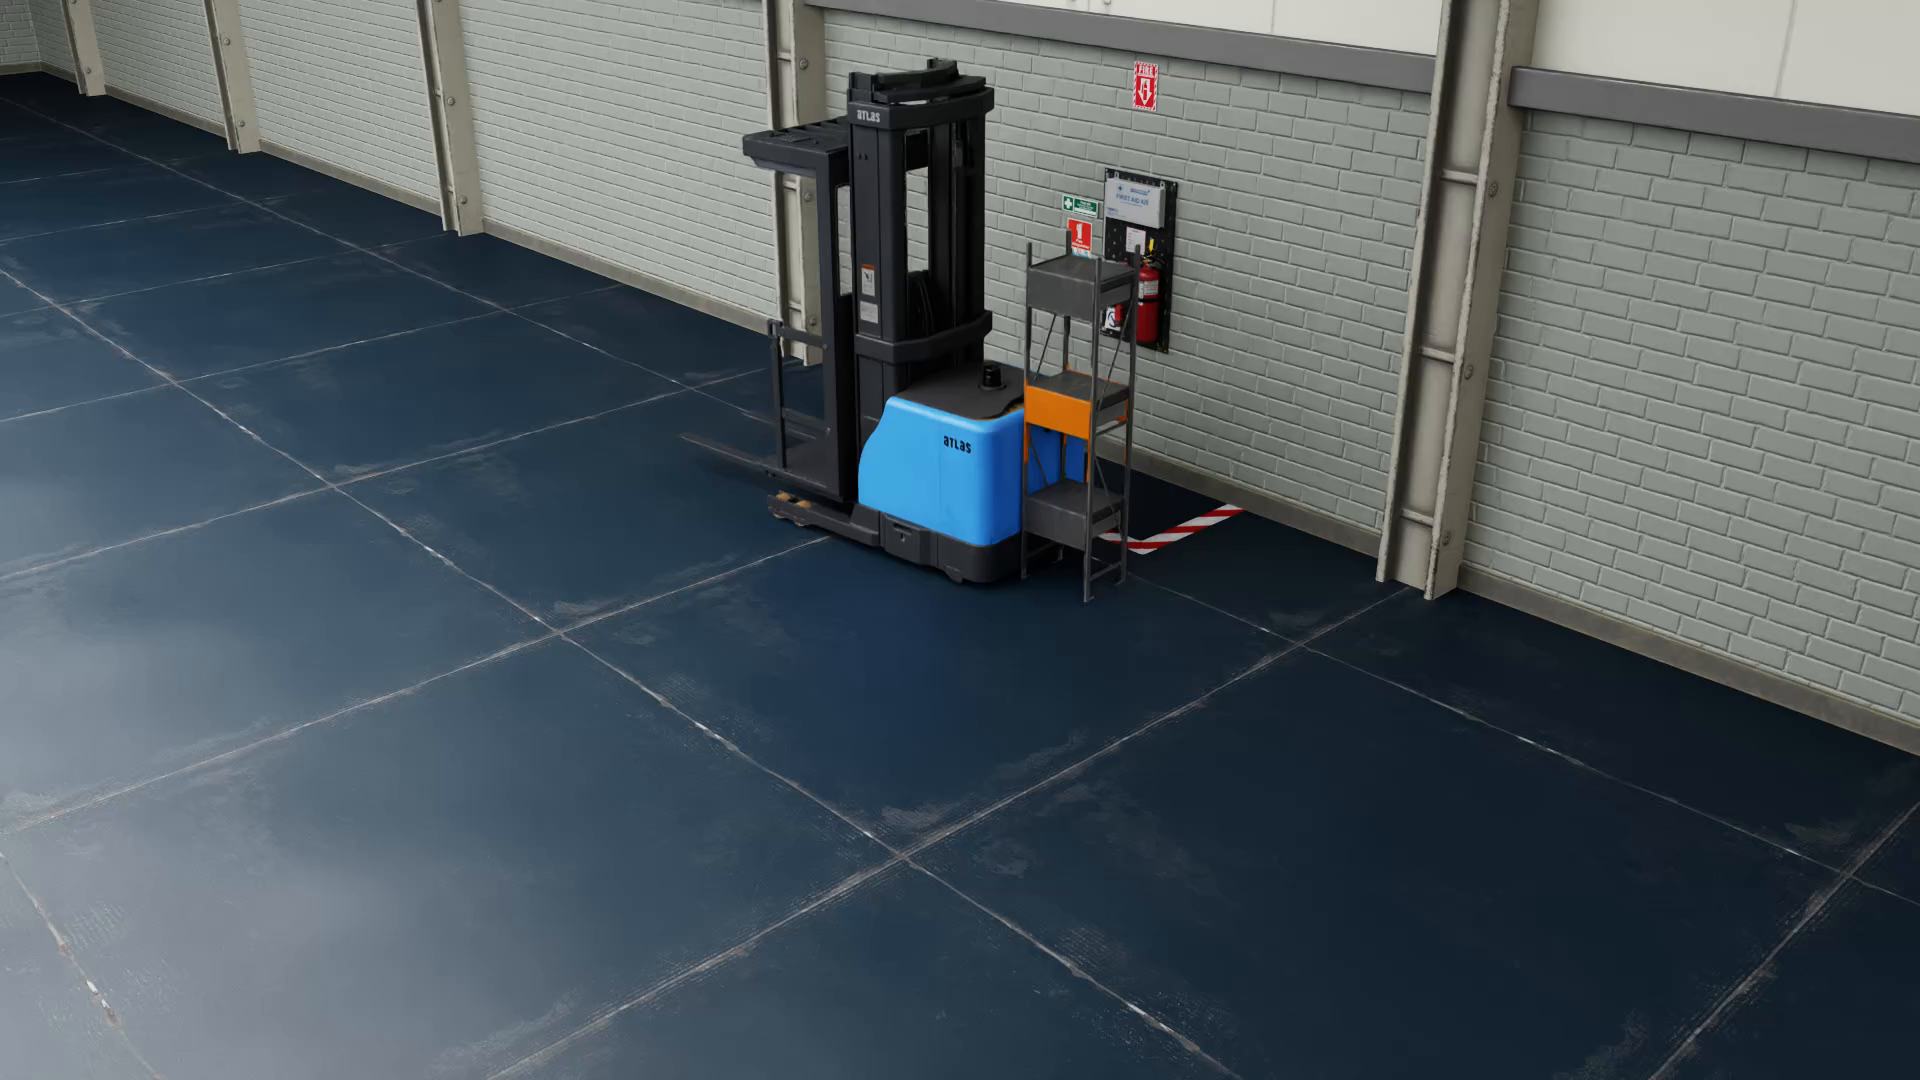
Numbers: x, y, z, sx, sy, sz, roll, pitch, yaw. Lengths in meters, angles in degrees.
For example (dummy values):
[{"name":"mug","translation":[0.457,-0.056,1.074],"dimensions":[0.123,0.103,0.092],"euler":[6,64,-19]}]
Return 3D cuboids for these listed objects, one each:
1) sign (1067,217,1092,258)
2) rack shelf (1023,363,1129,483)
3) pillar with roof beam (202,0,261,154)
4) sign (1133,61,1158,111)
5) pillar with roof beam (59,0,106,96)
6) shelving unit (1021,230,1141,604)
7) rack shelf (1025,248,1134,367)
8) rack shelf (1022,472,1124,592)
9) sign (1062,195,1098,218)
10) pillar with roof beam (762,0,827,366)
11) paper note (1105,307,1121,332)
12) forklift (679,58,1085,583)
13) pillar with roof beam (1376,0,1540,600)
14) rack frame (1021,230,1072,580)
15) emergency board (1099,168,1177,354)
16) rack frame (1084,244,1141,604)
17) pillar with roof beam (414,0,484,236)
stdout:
[{"name":"sign","translation":[0.834,-2.078,11.647],"dimensions":[0.001,0.329,0.234],"euler":[-21,32,-38]},{"name":"rack shelf","translation":[0.693,-0.694,9.774],"dimensions":[0.480,0.518,0.431],"euler":[20,31,37]},{"name":"pillar with roof beam","translation":[-12.647,-8.067,17.590],"dimensions":[9.100,9.000,0.400],"euler":[-21,32,-38]},{"name":"sign","translation":[1.204,-2.950,10.810],"dimensions":[0.001,0.298,0.199],"euler":[-21,32,-38]},{"name":"pillar with roof beam","translation":[-16.748,-9.885,21.575],"dimensions":[9.100,9.000,0.400],"euler":[-21,32,-38]},{"name":"shelving unit","translation":[0.693,-0.706,9.769],"dimensions":[0.503,2.100,0.431],"euler":[20,31,37]},{"name":"rack shelf","translation":[0.693,-1.331,9.484],"dimensions":[0.480,0.518,0.431],"euler":[20,31,37]},{"name":"rack shelf","translation":[0.693,-0.057,10.065],"dimensions":[0.480,0.518,0.431],"euler":[20,31,37]},{"name":"sign","translation":[0.831,-2.315,11.529],"dimensions":[0.001,0.109,0.331],"euler":[-21,32,-38]},{"name":"pillar with roof beam","translation":[-4.445,-4.431,9.621],"dimensions":[9.100,9.000,0.400],"euler":[-21,32,-38]},{"name":"paper note","translation":[1.066,-1.537,11.567],"dimensions":[0.016,0.148,0.142],"euler":[-21,32,-38]},{"name":"forklift","translation":[-0.646,-1.567,10.654],"dimensions":[3.031,2.935,1.130],"euler":[20,31,37]},{"name":"pillar with roof beam","translation":[-0.344,-2.613,5.636],"dimensions":[9.100,9.000,0.400],"euler":[-21,32,-38]},{"name":"rack frame","translation":[0.510,-0.773,9.914],"dimensions":[0.015,2.100,0.400],"euler":[20,31,37]},{"name":"emergency board","translation":[1.137,-1.865,11.224],"dimensions":[0.194,1.169,0.643],"euler":[-21,32,-38]},{"name":"rack frame","translation":[0.877,-0.640,9.623],"dimensions":[0.015,2.100,0.400],"euler":[20,31,37]},{"name":"pillar with roof beam","translation":[-8.546,-6.249,13.606],"dimensions":[9.100,9.000,0.400],"euler":[-21,32,-38]}]
